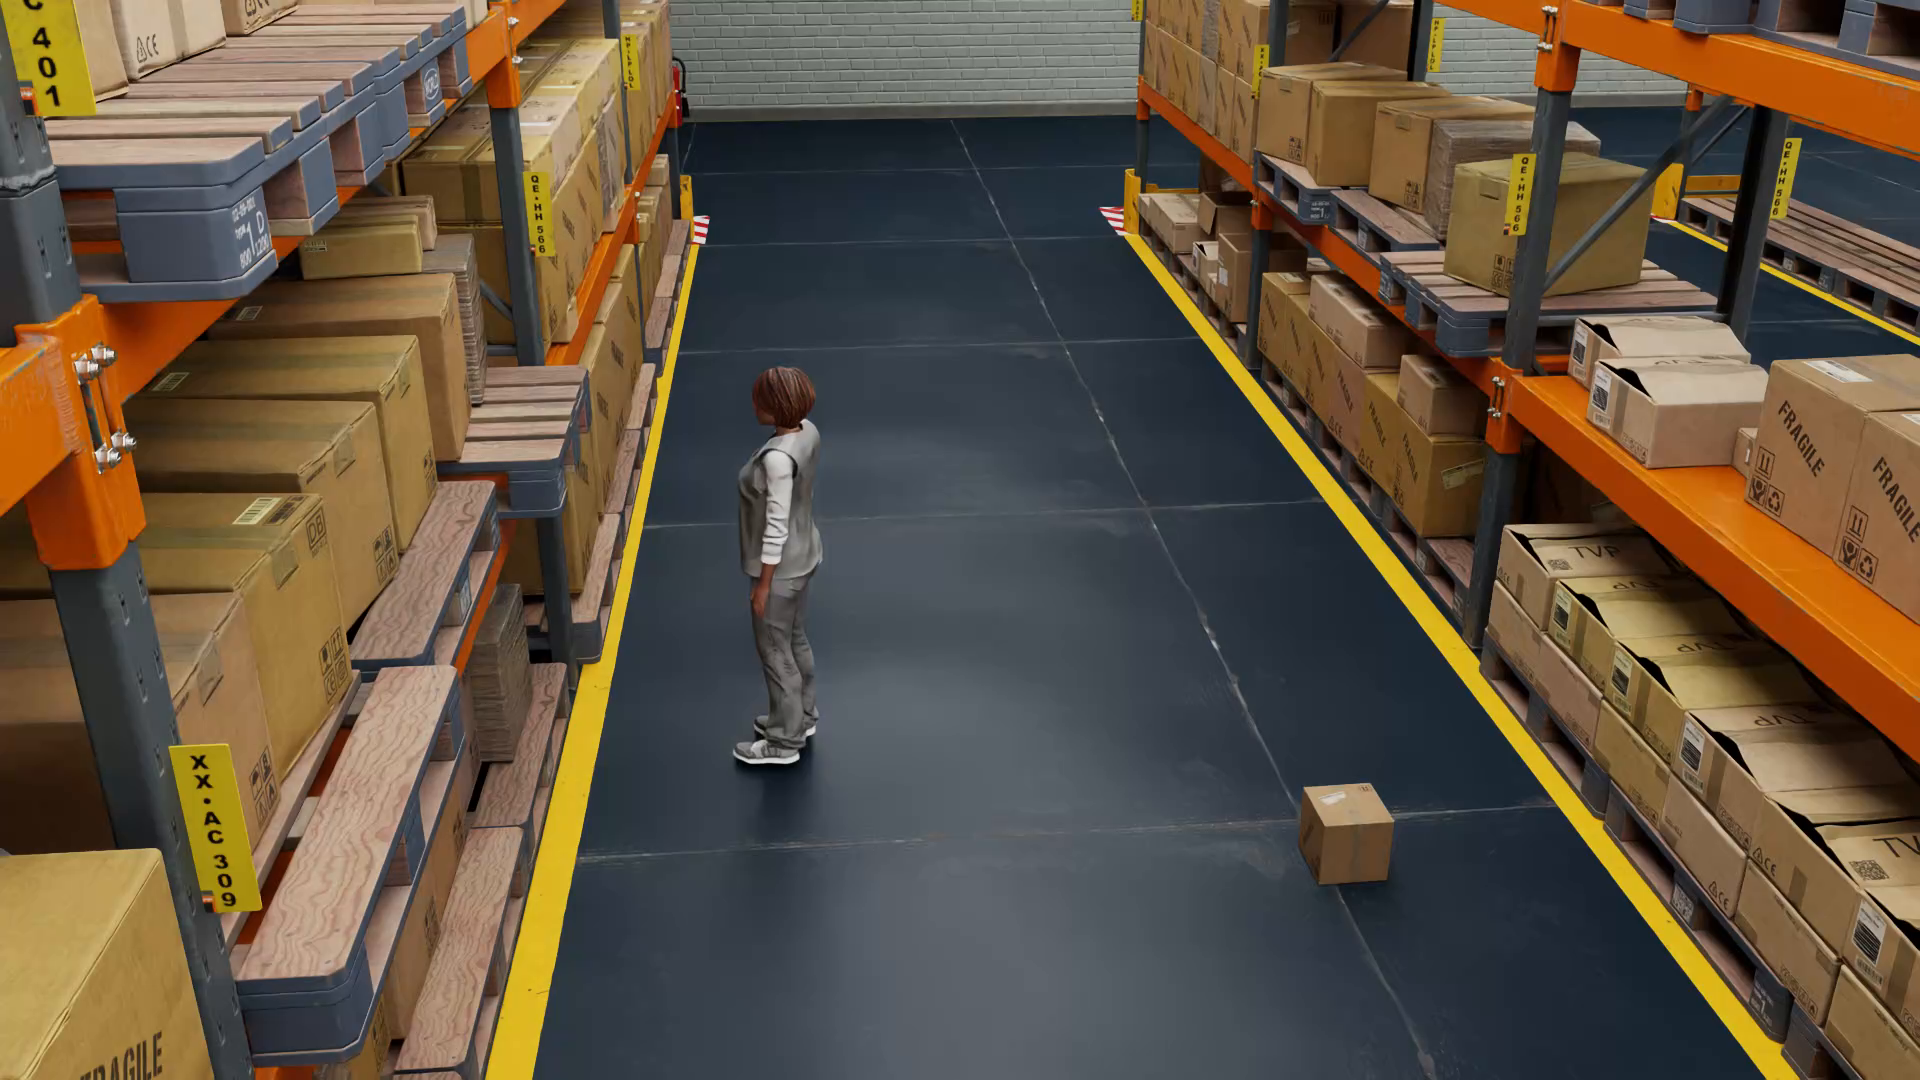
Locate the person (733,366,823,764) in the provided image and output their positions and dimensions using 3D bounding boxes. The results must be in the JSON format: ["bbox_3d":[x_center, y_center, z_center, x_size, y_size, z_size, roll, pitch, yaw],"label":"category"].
[{"bbox_3d":[-0.705,0.107,6.327,0.353,1.609,0.442,5,25,11],"label":"person"}]
